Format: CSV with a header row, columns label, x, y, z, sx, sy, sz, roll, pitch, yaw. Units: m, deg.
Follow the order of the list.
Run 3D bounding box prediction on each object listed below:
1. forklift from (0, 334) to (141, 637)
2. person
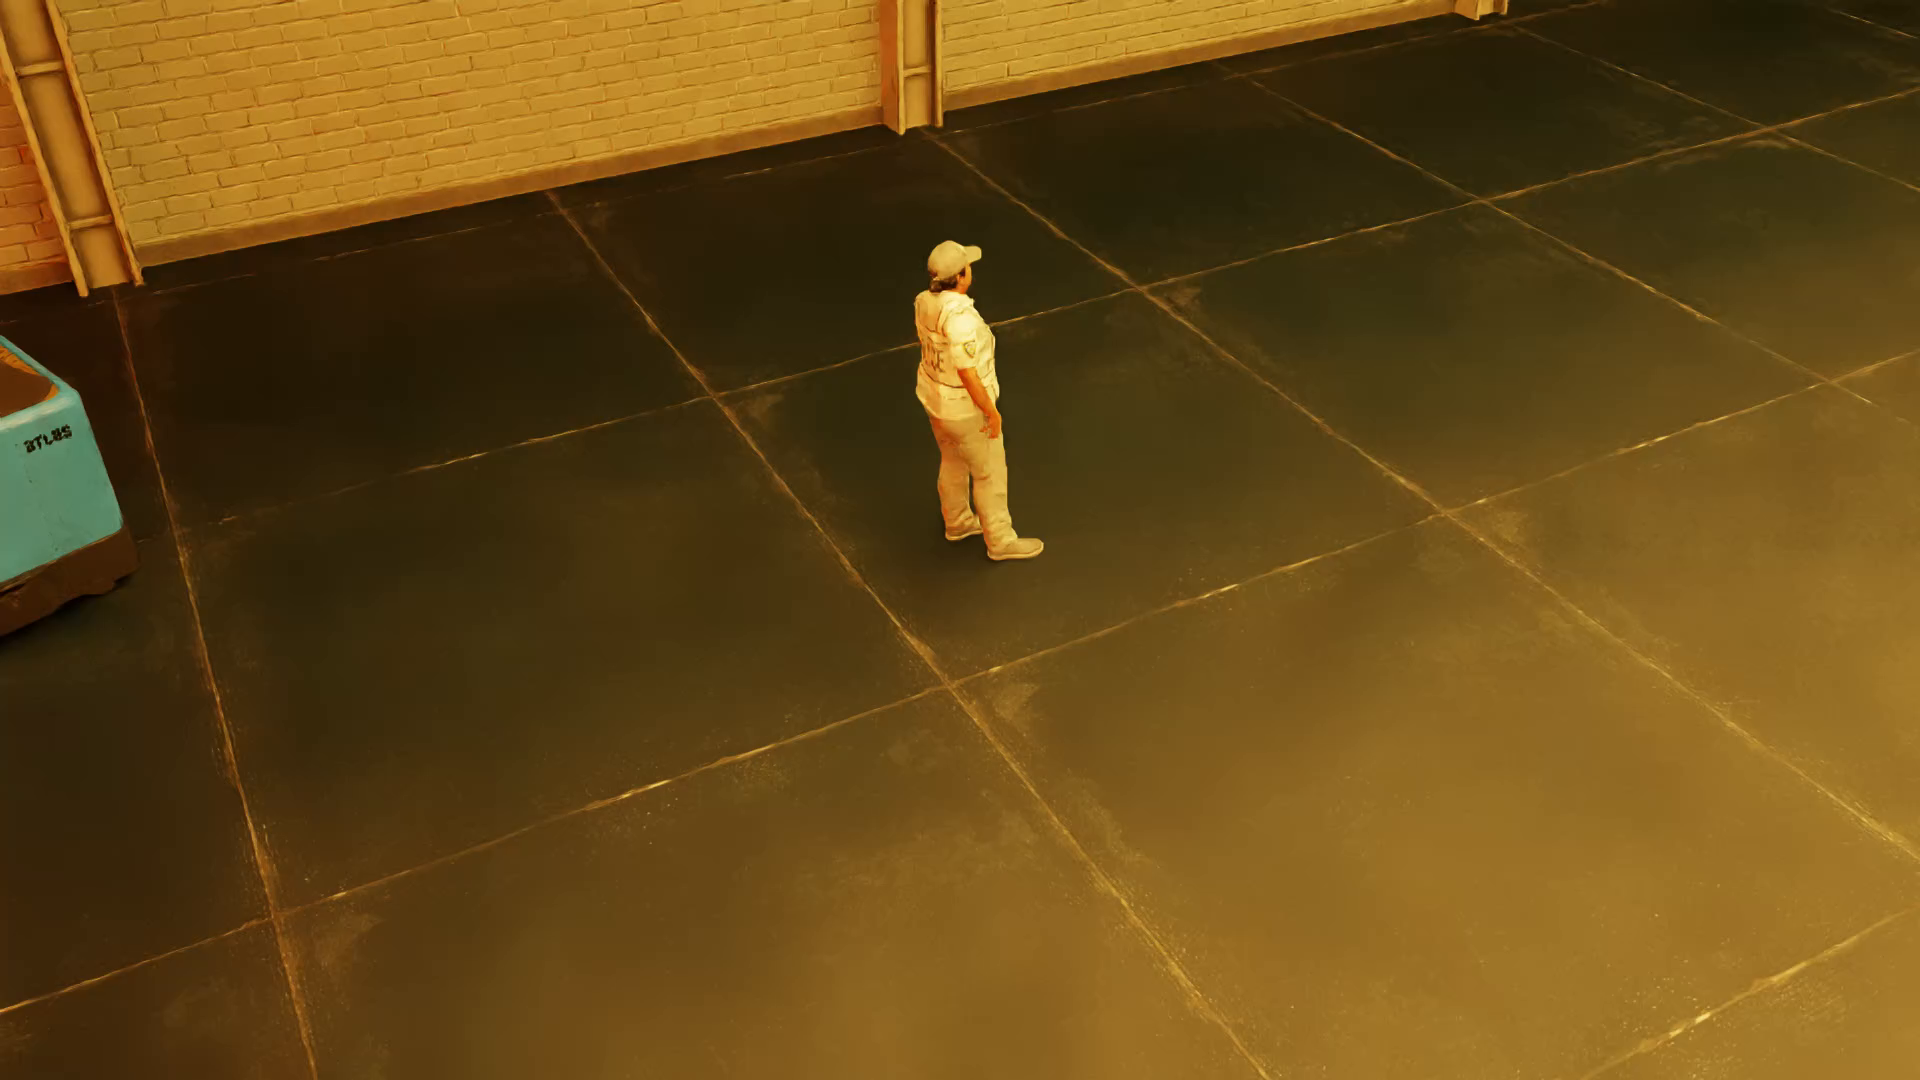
label,x,y,z,sx,sy,sz,roll,pitch,yaw
forklift,-5.481,-0.566,6.924,1.130,2.935,3.031,27,44,33
person,0.078,-0.696,8.190,0.529,1.669,0.598,-17,39,-23
